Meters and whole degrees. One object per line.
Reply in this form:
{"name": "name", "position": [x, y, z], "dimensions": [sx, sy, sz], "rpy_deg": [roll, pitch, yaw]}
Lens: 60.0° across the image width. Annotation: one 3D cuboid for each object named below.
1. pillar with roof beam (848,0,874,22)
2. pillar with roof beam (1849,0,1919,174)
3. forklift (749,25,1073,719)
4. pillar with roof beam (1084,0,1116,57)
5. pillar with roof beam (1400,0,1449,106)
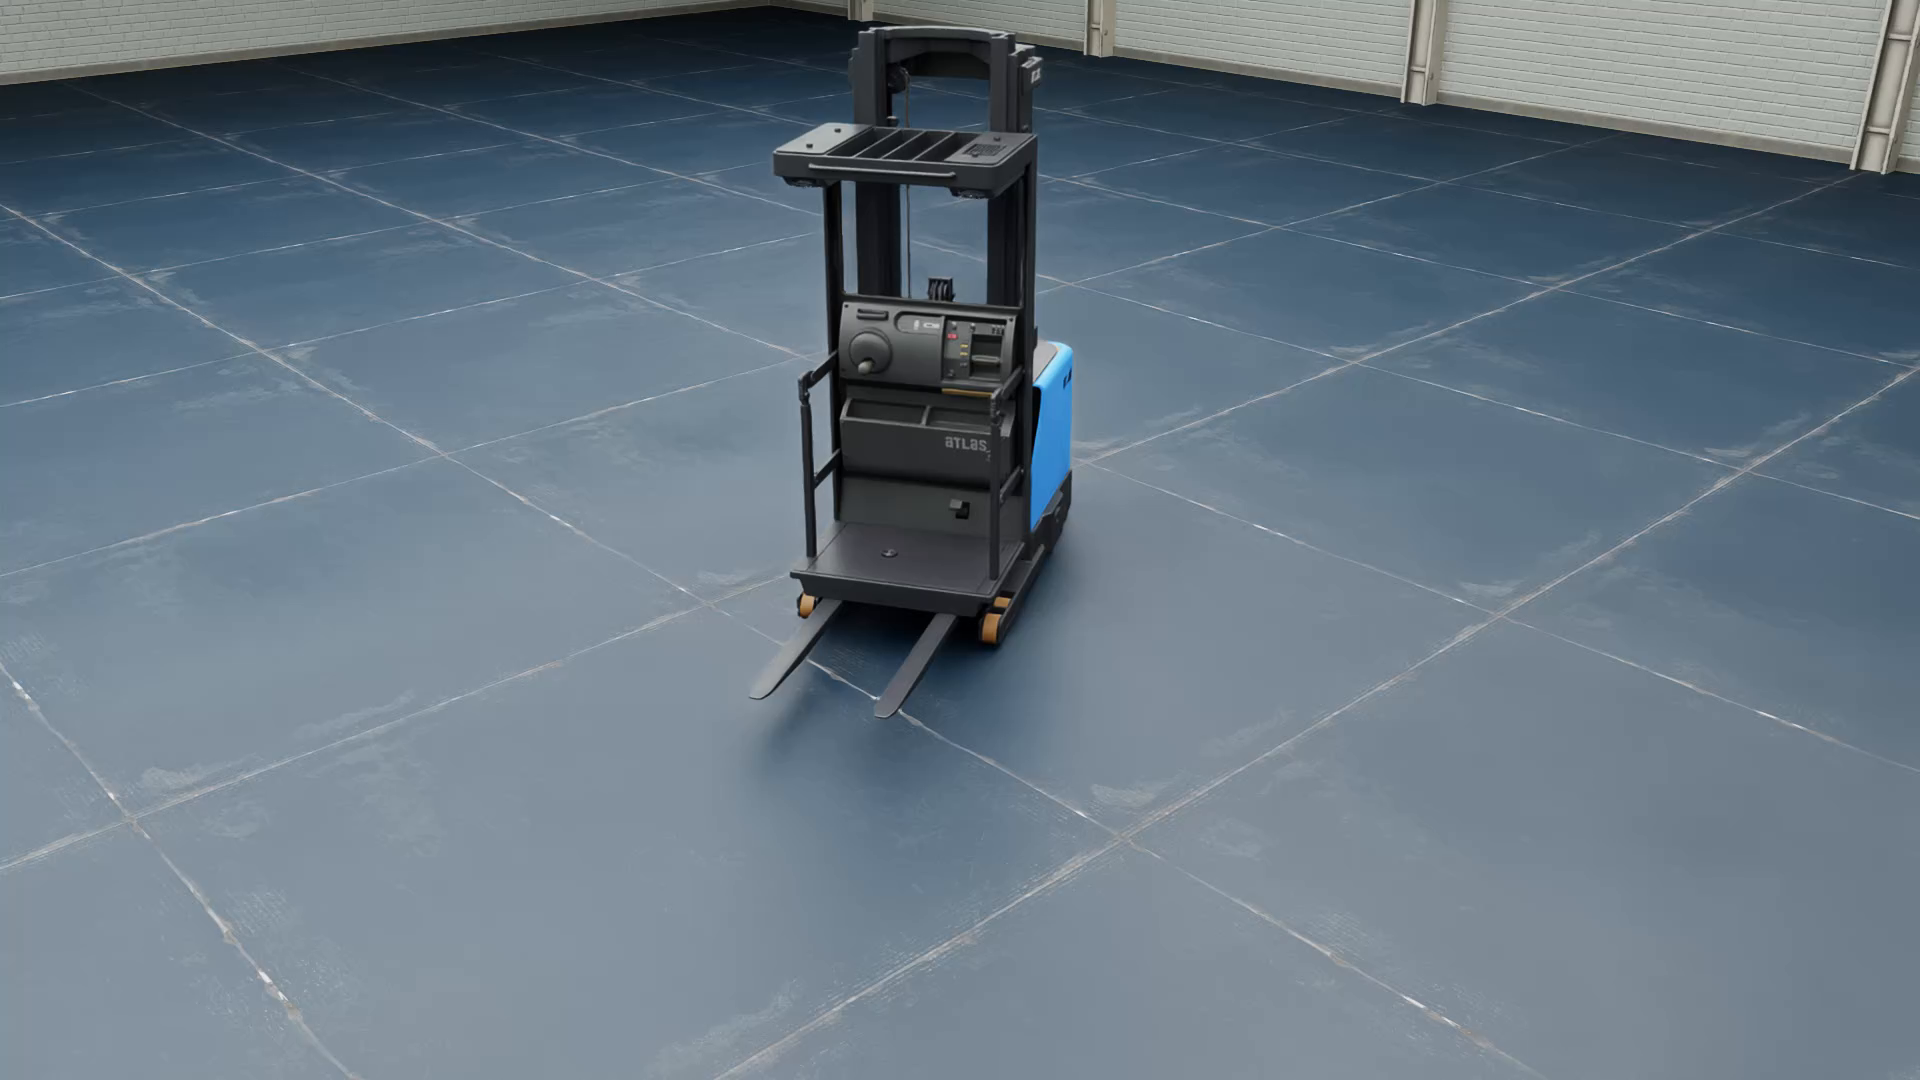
{"name": "pillar with roof beam", "position": [-4.989, -12.571, 26.463], "dimensions": [9.100, 9.000, 0.400], "rpy_deg": [-21, 32, -38]}
{"name": "pillar with roof beam", "position": [7.314, -7.117, 14.509], "dimensions": [9.100, 9.000, 0.400], "rpy_deg": [-21, 32, -38]}
{"name": "forklift", "position": [-0.228, -0.973, 8.352], "dimensions": [1.130, 2.935, 3.031], "rpy_deg": [7, 25, 15]}
{"name": "pillar with roof beam", "position": [-0.888, -10.753, 22.479], "dimensions": [9.100, 9.000, 0.400], "rpy_deg": [-21, 32, -38]}
{"name": "pillar with roof beam", "position": [3.213, -8.935, 18.494], "dimensions": [9.100, 9.000, 0.400], "rpy_deg": [-21, 32, -38]}
